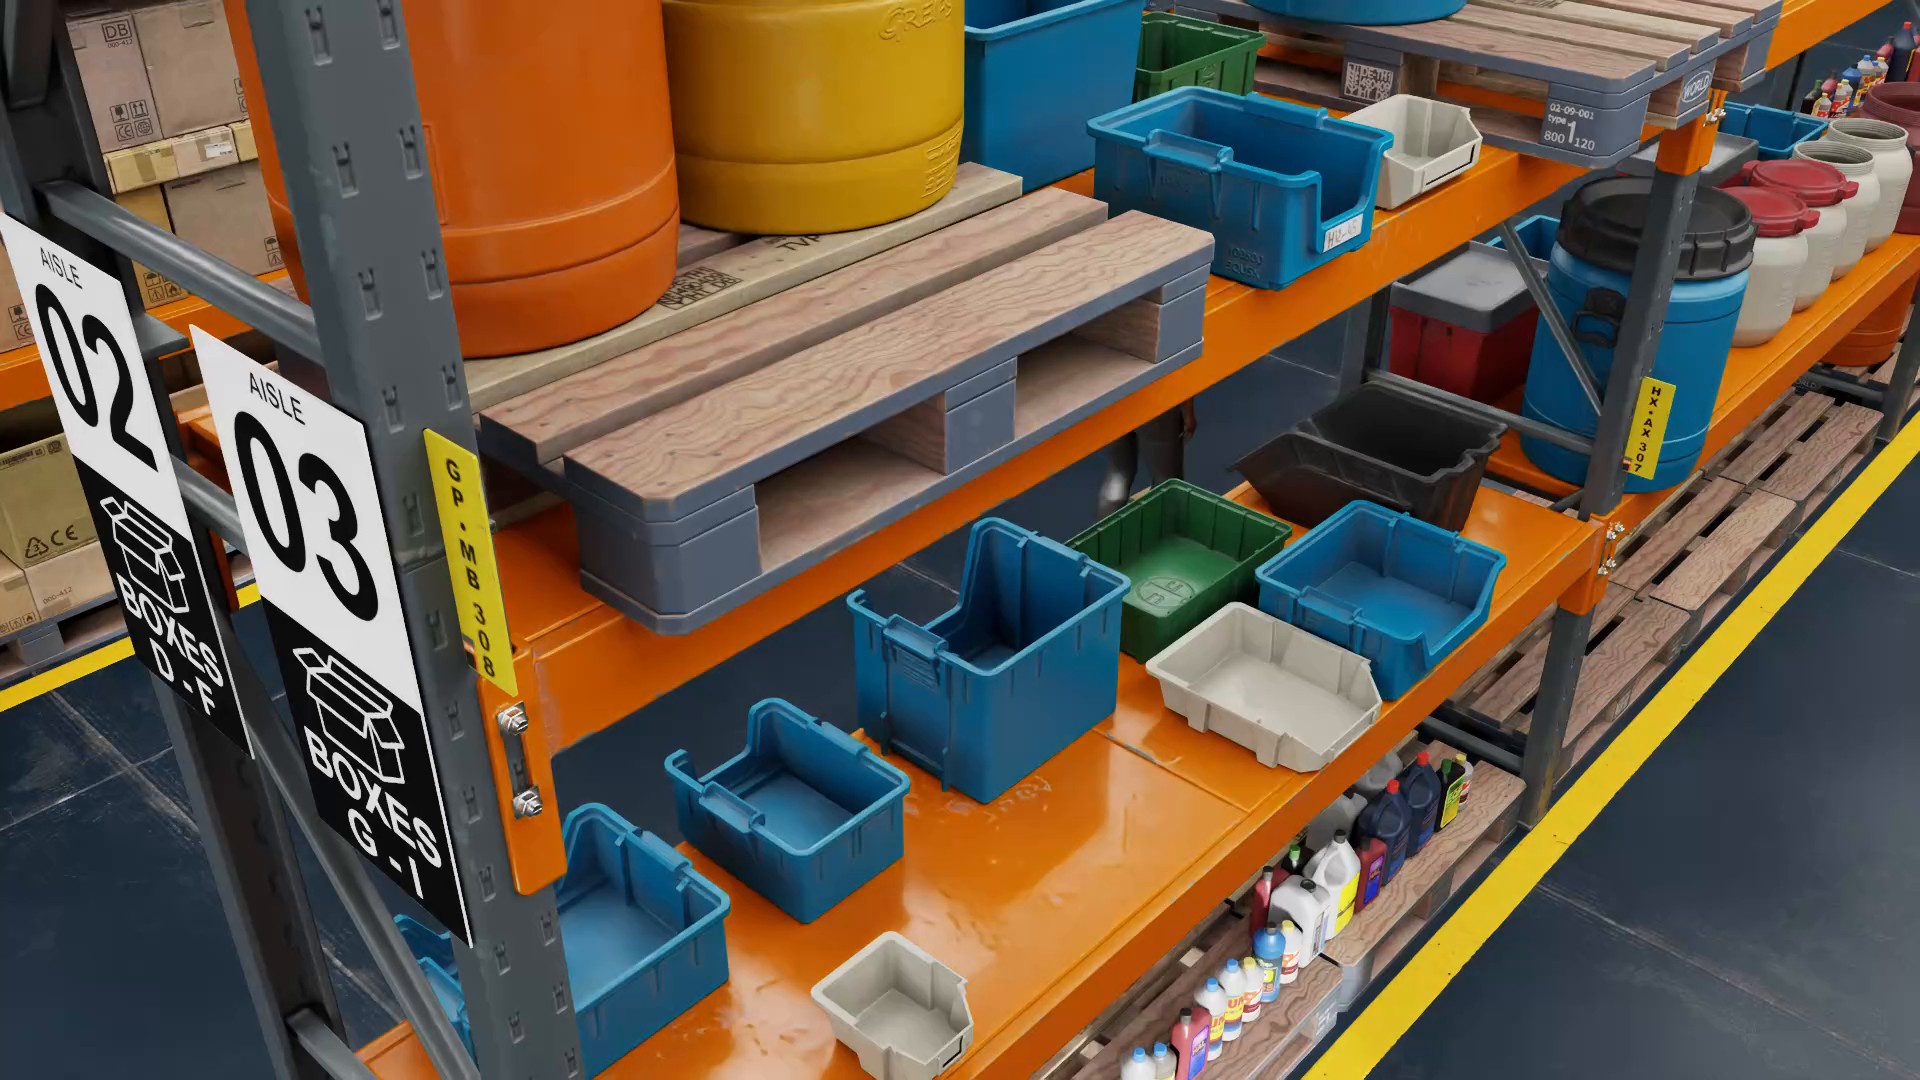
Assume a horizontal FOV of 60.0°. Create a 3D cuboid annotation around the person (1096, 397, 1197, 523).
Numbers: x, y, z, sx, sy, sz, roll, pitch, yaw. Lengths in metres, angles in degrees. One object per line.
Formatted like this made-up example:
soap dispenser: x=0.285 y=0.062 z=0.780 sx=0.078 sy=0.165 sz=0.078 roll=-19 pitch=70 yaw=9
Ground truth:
person: x=0.796 y=-0.592 z=7.105 sx=0.512 sy=1.654 sz=0.352 roll=25 pitch=39 yaw=35
